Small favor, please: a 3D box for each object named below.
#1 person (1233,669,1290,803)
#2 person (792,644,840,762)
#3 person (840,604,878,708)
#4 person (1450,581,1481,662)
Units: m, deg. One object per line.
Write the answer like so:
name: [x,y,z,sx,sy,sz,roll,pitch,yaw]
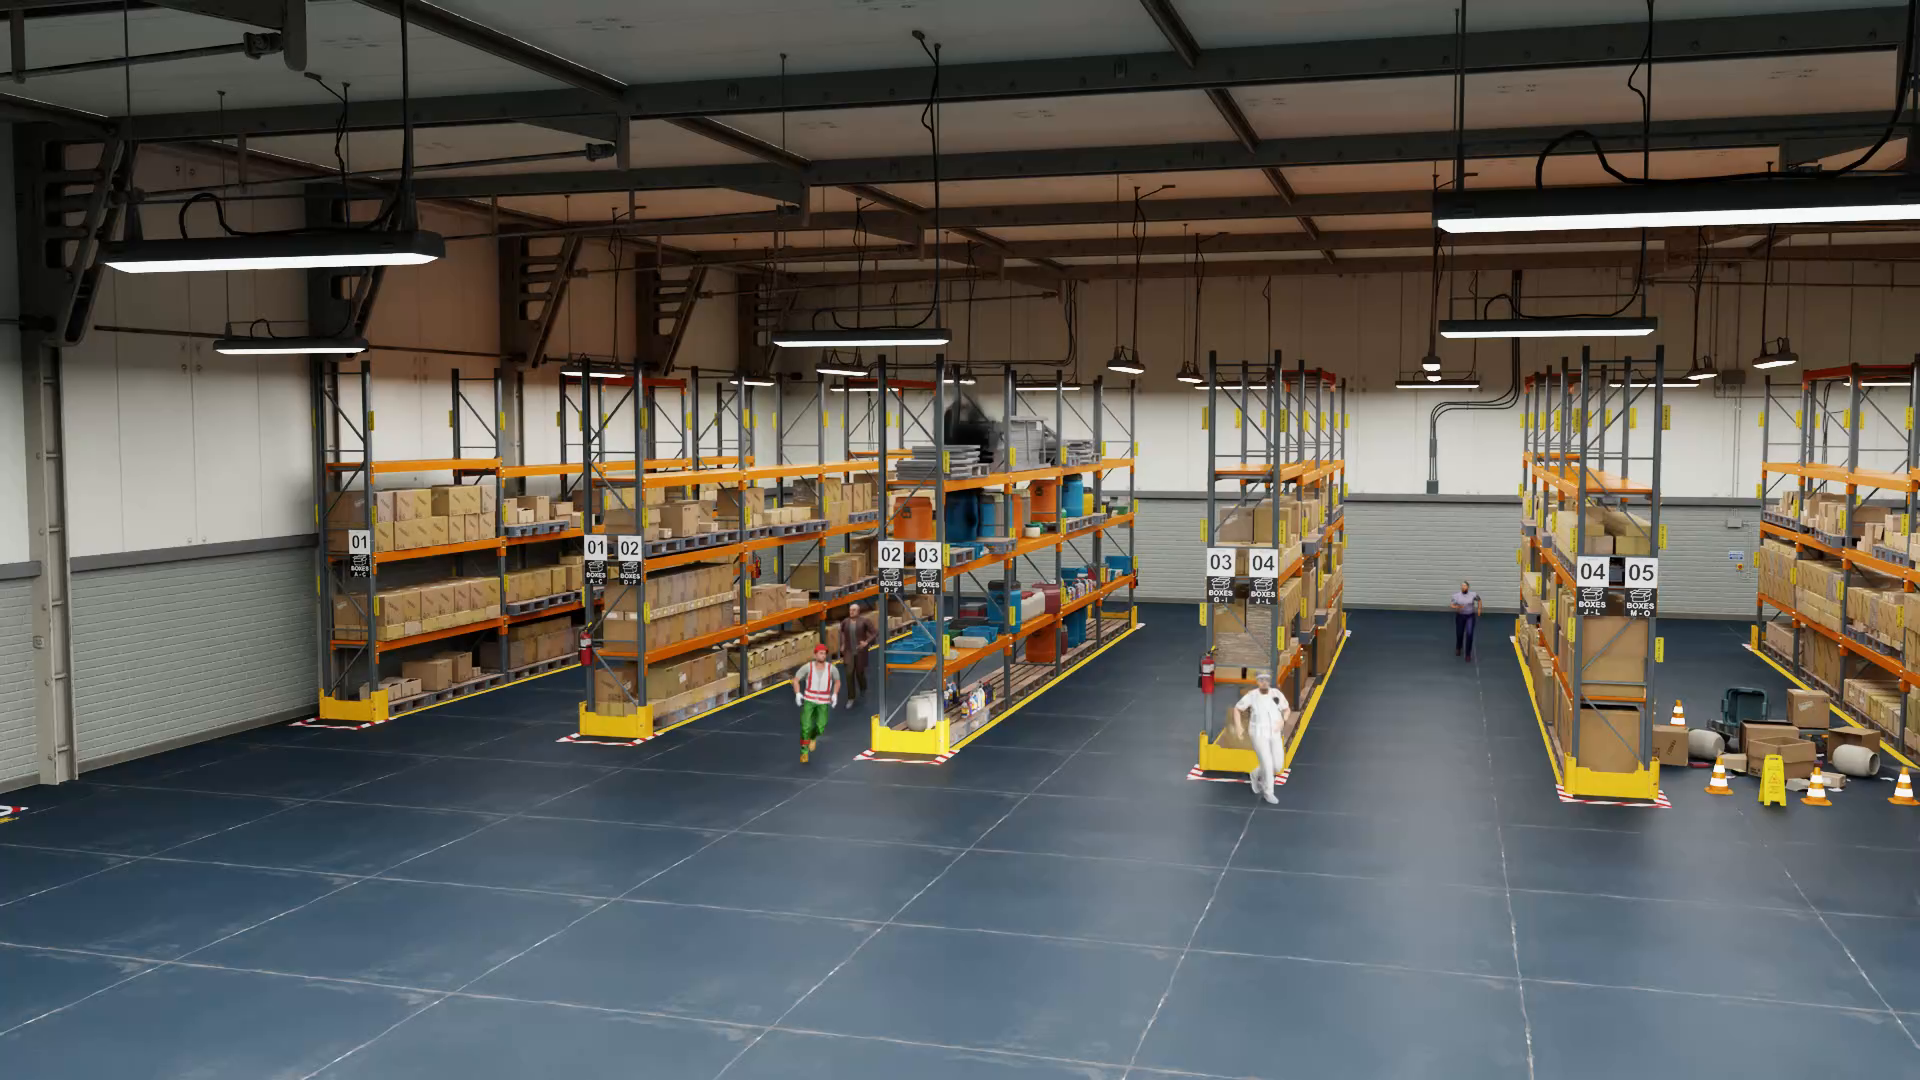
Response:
person: [4.011,2.583,22.006,0.765,1.764,0.562,-1,4,-15]
person: [-2.114,2.397,24.576,0.714,1.732,0.562,-1,4,-9]
person: [-1.793,2.028,29.358,0.726,1.824,0.867,1,4,15]
person: [10.615,1.697,34.915,0.610,1.697,0.882,2,4,20]
